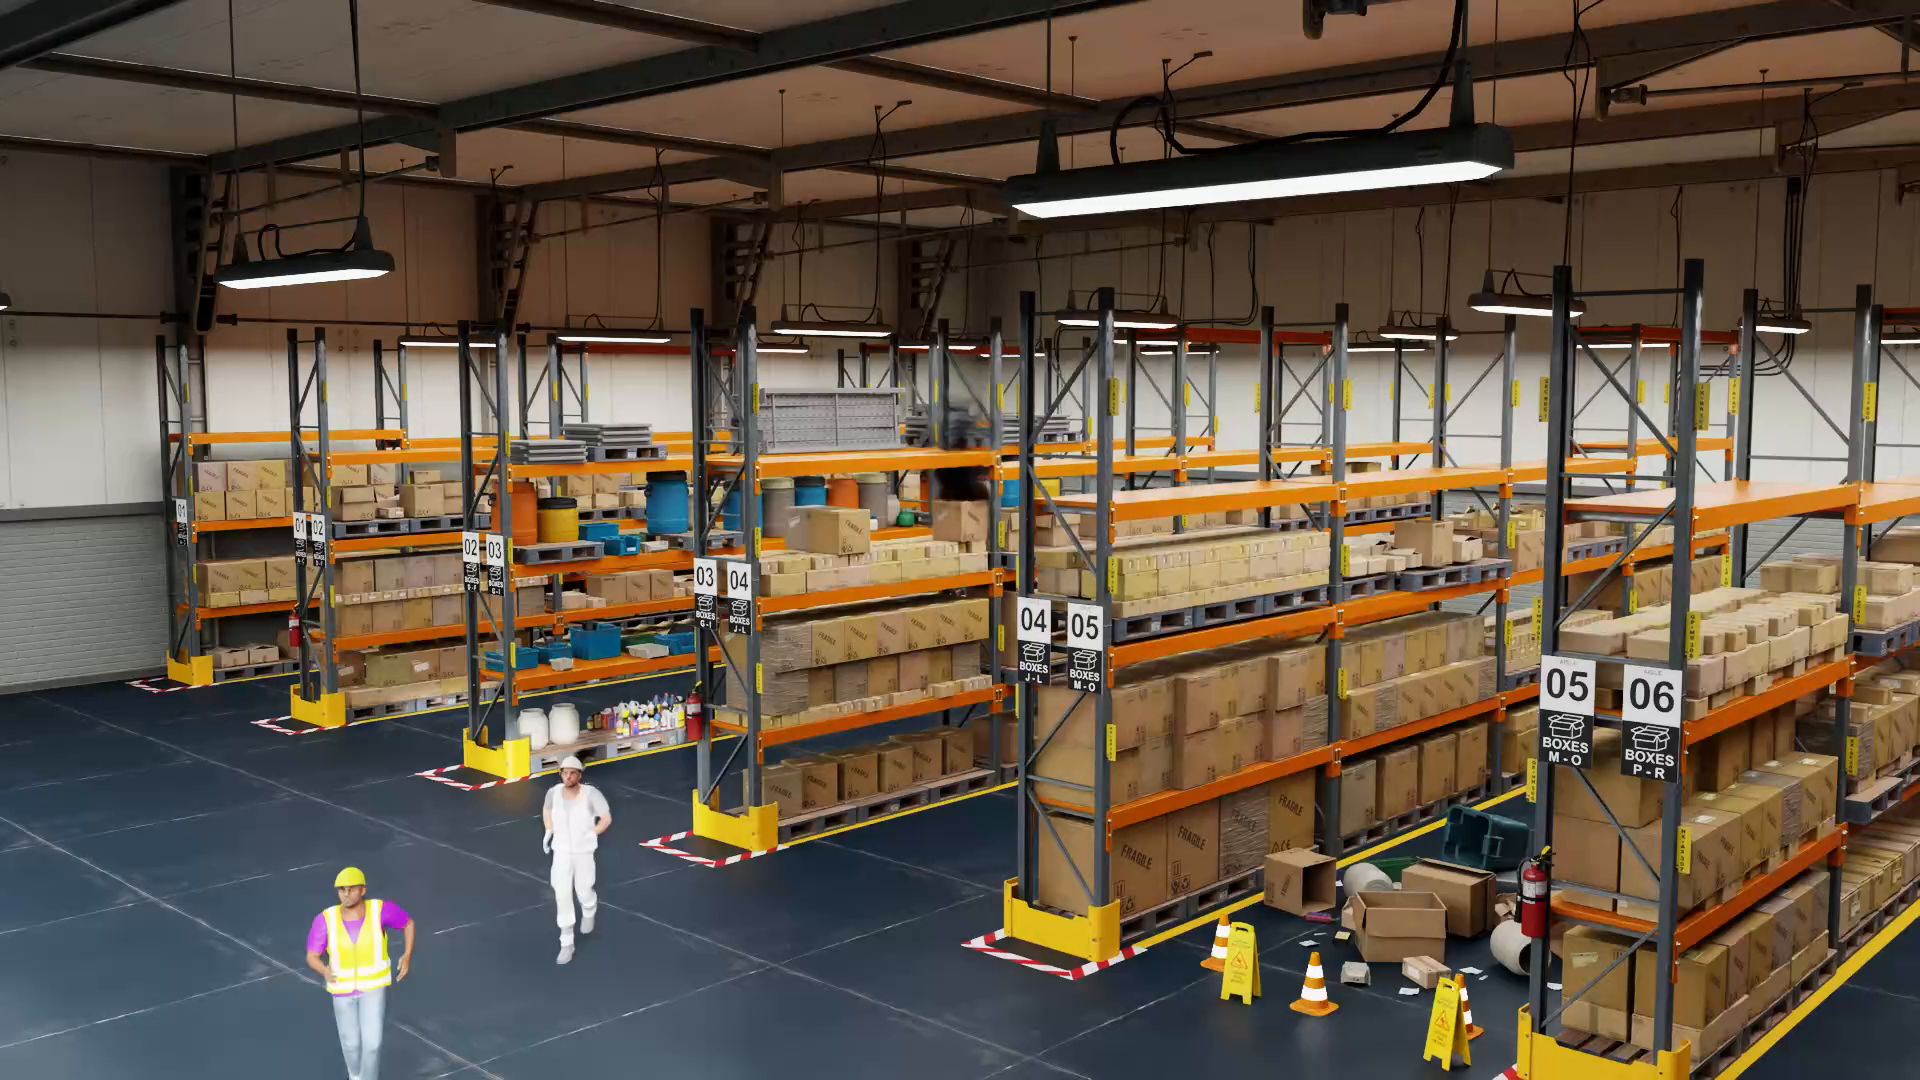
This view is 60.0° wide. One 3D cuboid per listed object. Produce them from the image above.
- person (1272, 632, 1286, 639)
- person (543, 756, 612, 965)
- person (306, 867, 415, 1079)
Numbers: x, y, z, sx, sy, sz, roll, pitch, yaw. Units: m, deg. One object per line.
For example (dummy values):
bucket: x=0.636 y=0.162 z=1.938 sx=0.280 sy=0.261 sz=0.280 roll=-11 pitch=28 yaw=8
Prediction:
person: x=4.535 y=2.072 z=23.707 sx=0.639 sy=1.785 sz=0.691 roll=5 pitch=8 yaw=45
person: x=-3.504 y=2.848 z=15.180 sx=0.658 sy=1.799 sz=0.935 roll=0 pitch=5 yaw=-2
person: x=-4.256 y=3.205 z=11.804 sx=0.707 sy=1.788 sz=0.734 roll=-1 pitch=5 yaw=-11
